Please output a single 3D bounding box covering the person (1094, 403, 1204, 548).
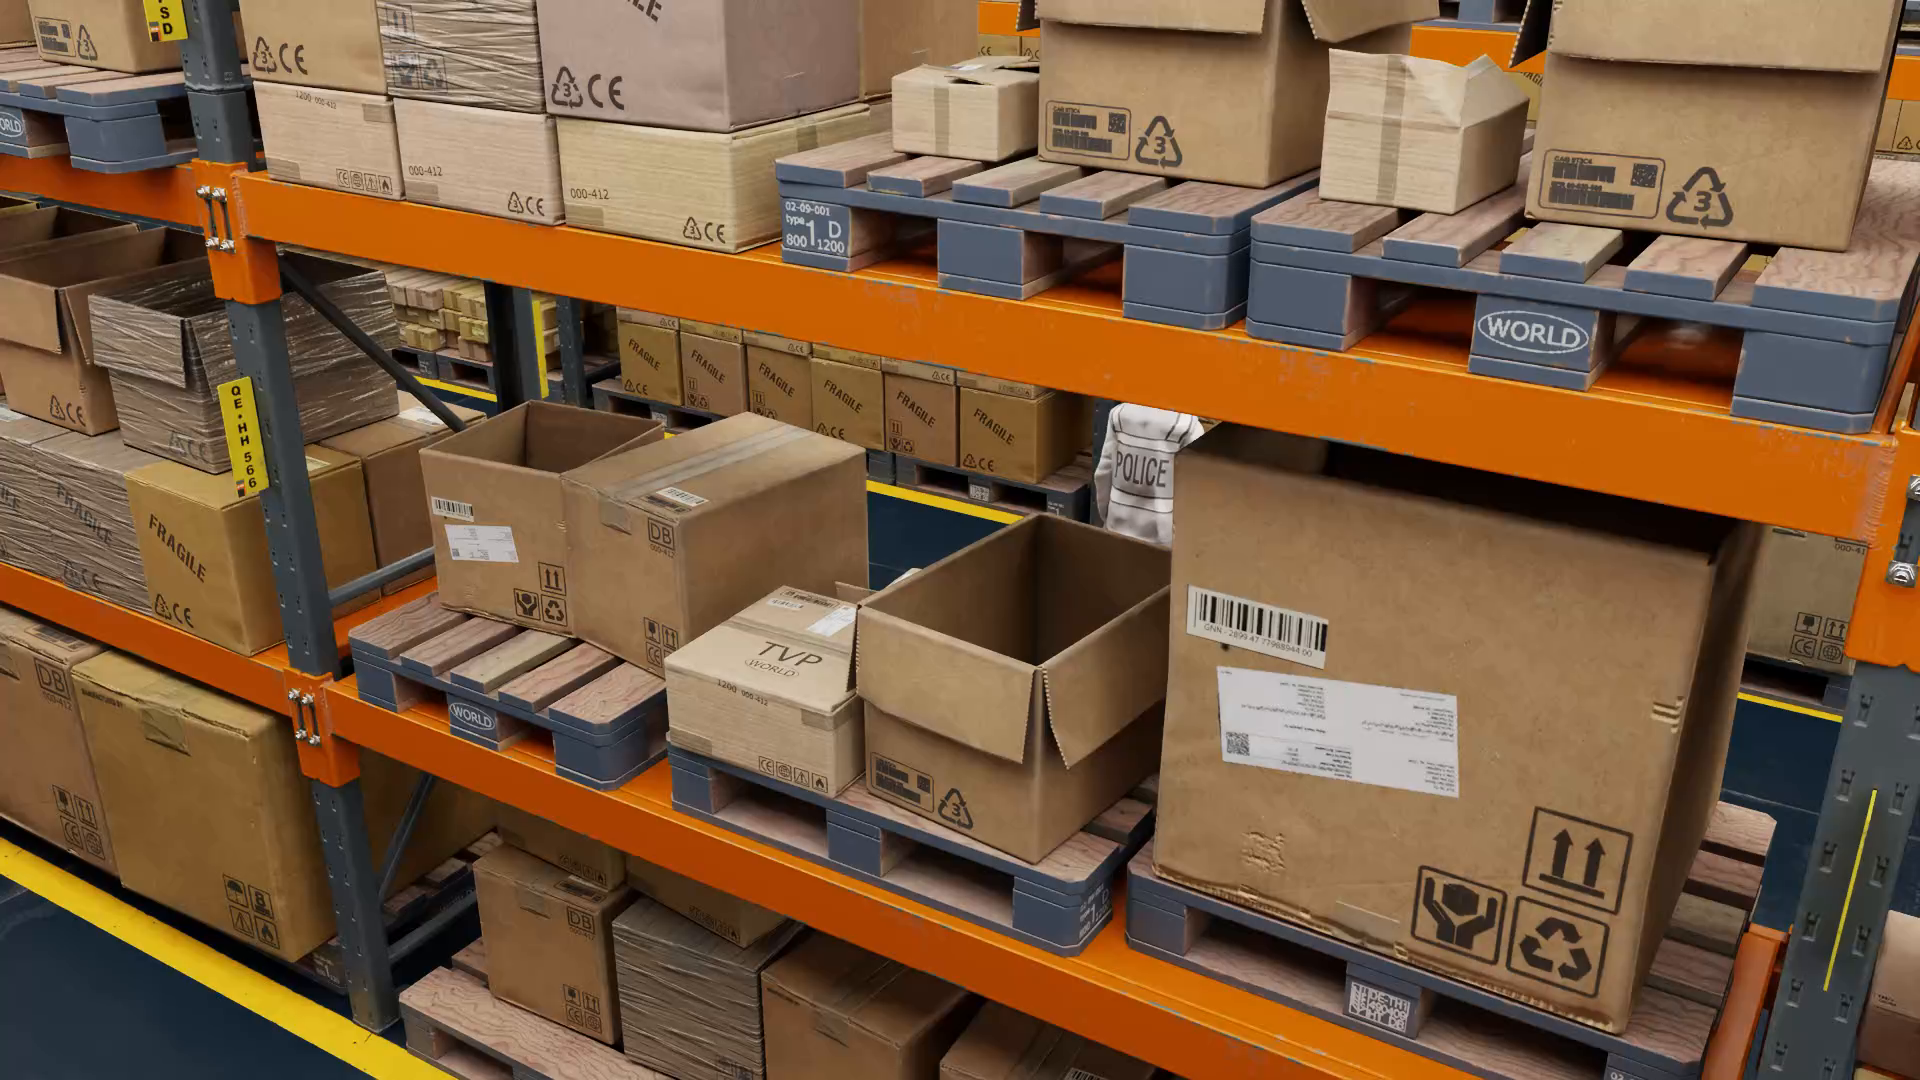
[{"bbox_3d":[0.841,-0.038,7.182,0.528,1.663,0.407,14,27,29],"label":"person"}]
